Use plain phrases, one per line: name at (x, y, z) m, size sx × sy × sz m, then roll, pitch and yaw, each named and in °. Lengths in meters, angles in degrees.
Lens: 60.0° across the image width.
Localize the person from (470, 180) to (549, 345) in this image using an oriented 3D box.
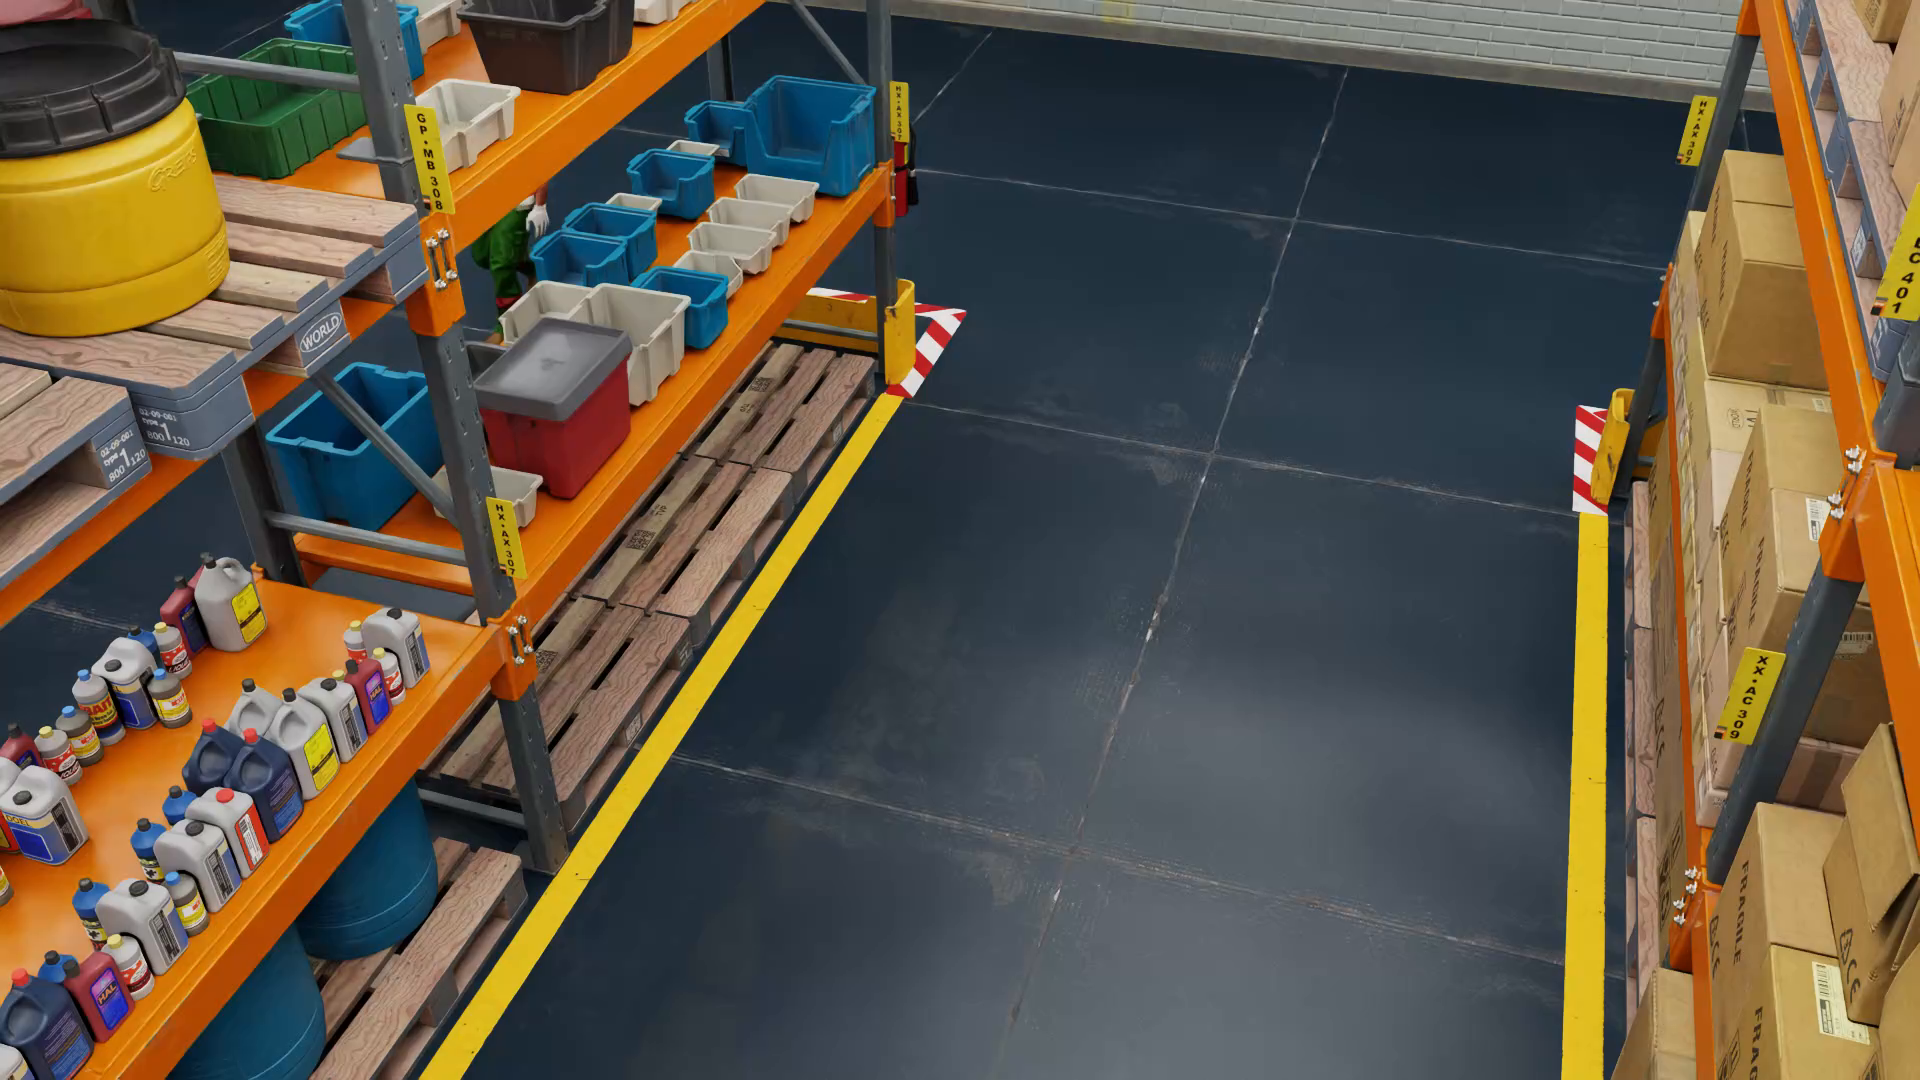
person at (-2.577, -1.957, 9.481) m, size 0.600 × 1.758 × 0.761 m, roll 19°, pitch 41°, yaw 23°
